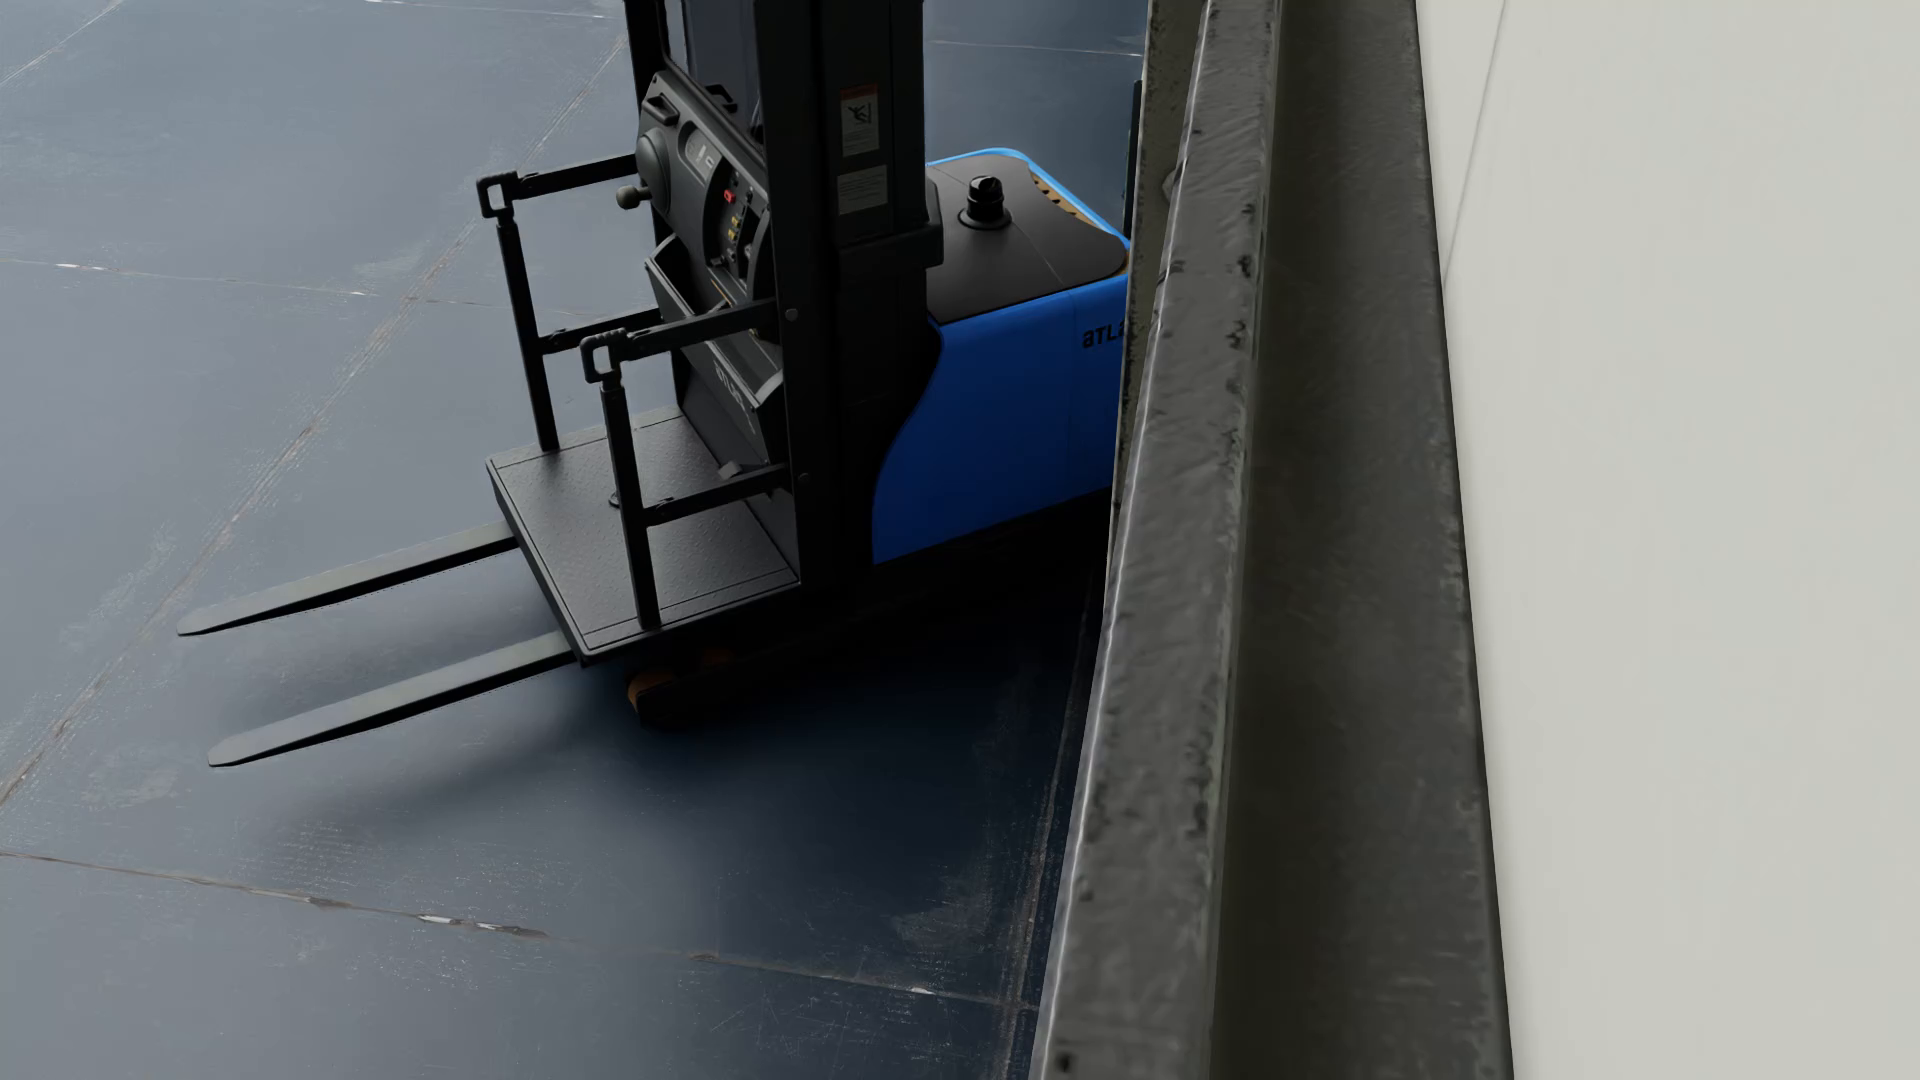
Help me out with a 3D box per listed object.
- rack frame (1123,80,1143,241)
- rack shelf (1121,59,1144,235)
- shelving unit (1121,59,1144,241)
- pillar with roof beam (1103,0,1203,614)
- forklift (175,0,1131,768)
[{"bbox_3d":[0.731,-0.808,5.550,0.400,1.500,0.023,6,40,7],"label":"rack frame"},{"bbox_3d":[0.790,-1.339,5.579,0.431,0.370,0.720,6,40,7],"label":"rack shelf"},{"bbox_3d":[0.790,-1.039,5.828,0.431,1.500,0.755,6,40,7],"label":"shelving unit"},{"bbox_3d":[-3.784,-2.707,1.962,9.100,9.000,0.400,6,40,8],"label":"pillar with roof beam"},{"bbox_3d":[-0.908,-0.963,4.615,3.031,2.935,1.130,-19,43,-21],"label":"forklift"}]
